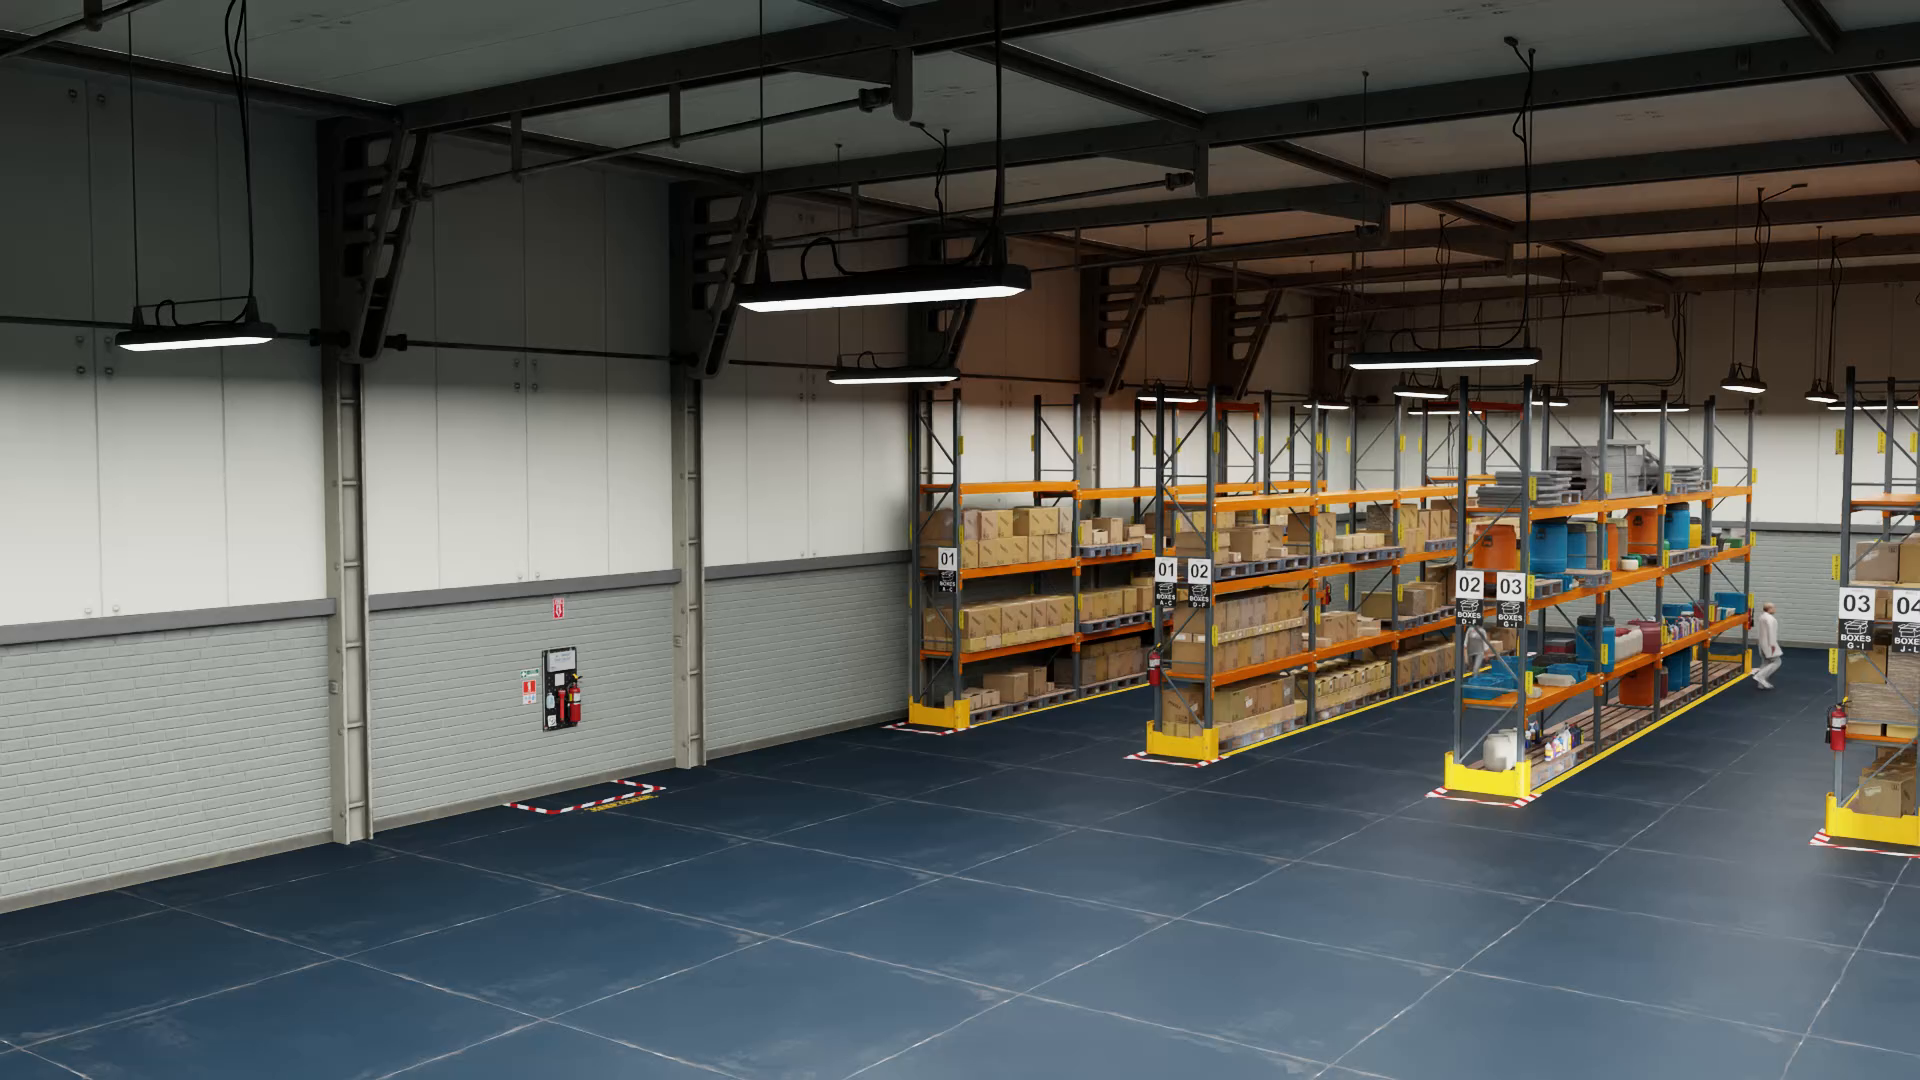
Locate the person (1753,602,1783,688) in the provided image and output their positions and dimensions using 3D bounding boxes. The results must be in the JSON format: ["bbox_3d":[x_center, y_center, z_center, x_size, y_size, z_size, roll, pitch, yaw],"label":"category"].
[{"bbox_3d":[16.512,2.161,34.047,0.558,1.780,0.609,0,3,7],"label":"person"}]

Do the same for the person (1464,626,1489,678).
[{"bbox_3d":[10.421,2.301,33.637,0.481,1.536,0.994,2,4,35],"label":"person"}]
